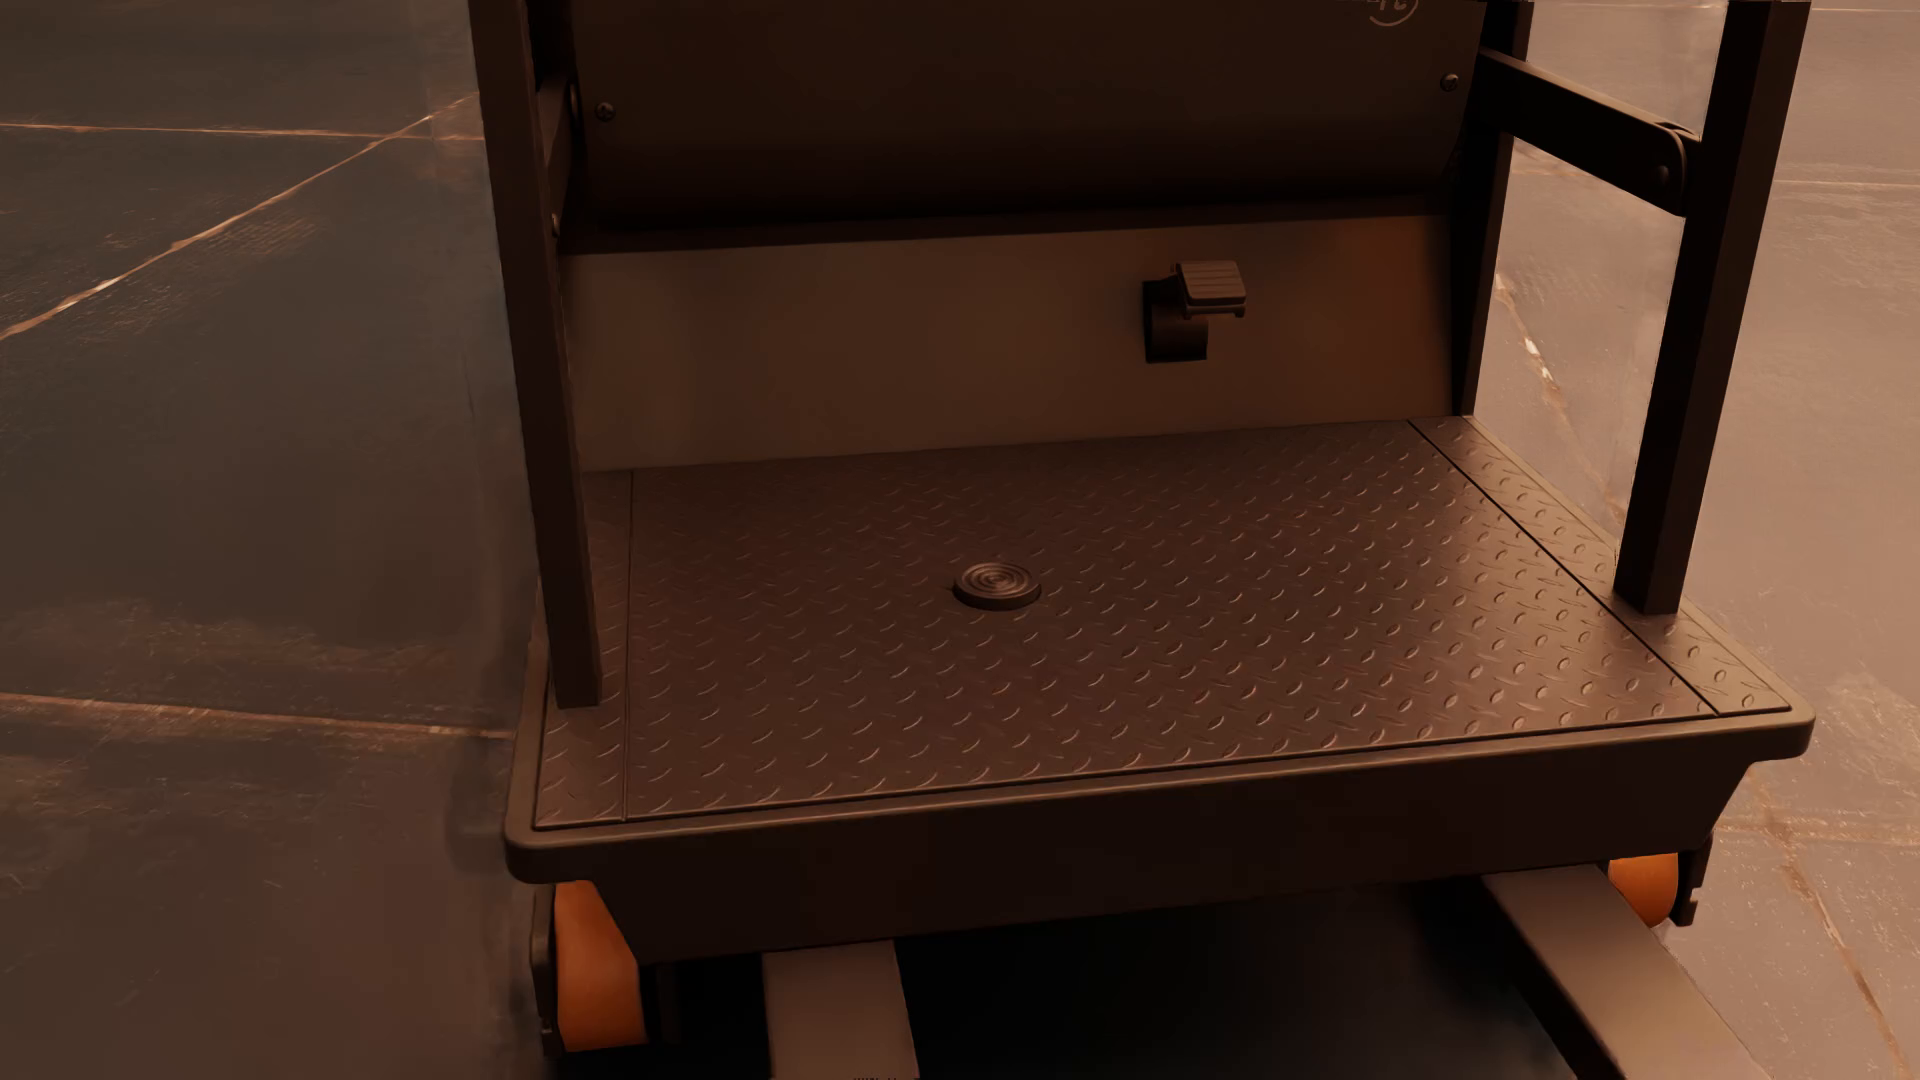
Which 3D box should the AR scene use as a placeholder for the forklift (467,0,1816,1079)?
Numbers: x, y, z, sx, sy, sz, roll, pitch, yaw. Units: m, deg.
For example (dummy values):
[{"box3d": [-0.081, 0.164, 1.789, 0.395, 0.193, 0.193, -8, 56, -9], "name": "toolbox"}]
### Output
[{"box3d": [0.116, -1.011, 1.243, 1.130, 2.935, 3.031, -4, 27, -8], "name": "forklift"}]
